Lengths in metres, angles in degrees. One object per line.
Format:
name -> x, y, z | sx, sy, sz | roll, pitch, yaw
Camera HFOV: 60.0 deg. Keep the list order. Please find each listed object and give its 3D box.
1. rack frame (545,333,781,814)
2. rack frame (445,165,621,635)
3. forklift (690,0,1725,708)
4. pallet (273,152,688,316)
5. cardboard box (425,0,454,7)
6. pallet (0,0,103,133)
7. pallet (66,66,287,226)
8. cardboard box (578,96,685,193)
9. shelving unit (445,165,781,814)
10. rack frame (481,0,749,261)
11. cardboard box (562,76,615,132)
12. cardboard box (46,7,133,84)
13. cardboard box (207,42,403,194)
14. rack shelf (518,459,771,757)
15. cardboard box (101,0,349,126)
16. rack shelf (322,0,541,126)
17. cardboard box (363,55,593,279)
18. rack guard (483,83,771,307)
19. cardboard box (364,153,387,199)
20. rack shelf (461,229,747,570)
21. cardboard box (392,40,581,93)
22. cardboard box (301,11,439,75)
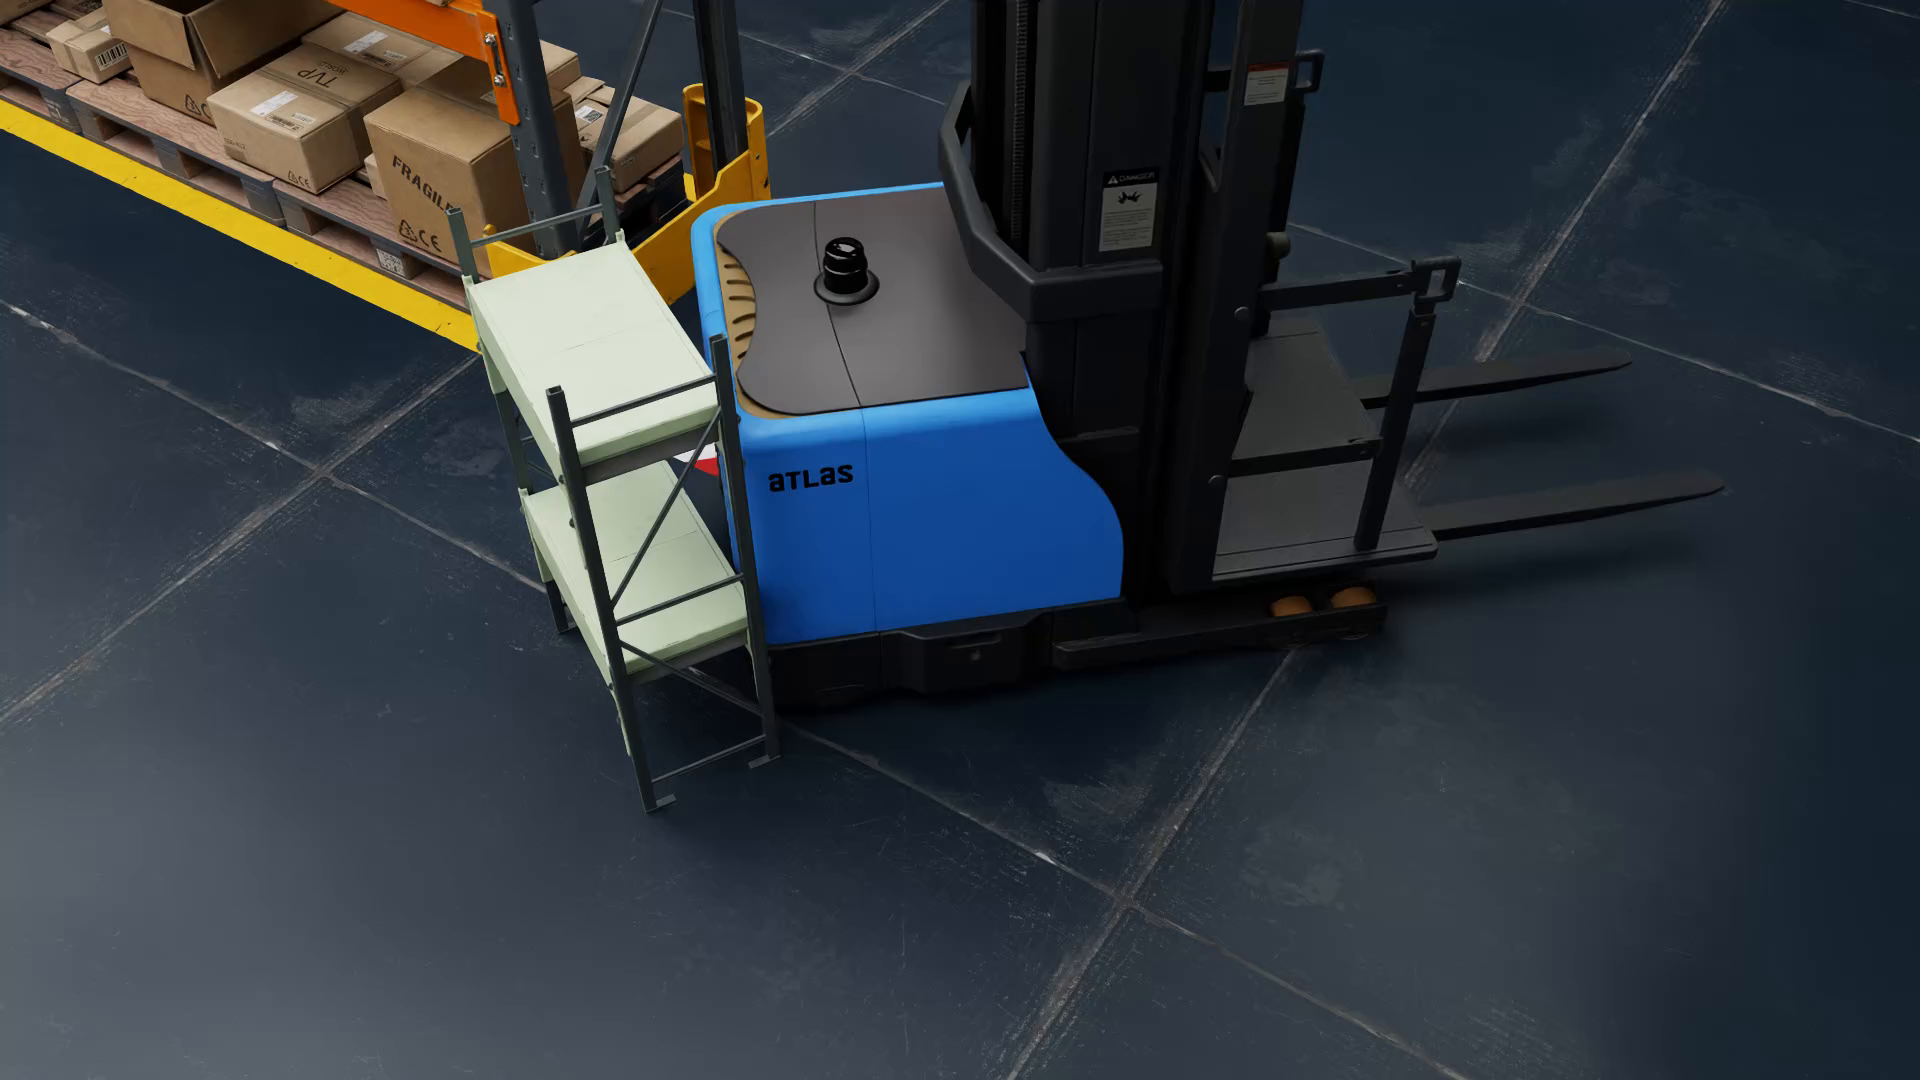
rack frame -> -0.683, 0.148, 4.060 | 0.400, 1.500, 0.023 | -21, 49, -19
rack frame -> -1.030, -0.314, 4.509 | 0.400, 1.500, 0.023 | -21, 49, -19
forklift -> 0.800, -1.065, 4.241 | 3.031, 2.935, 1.130 | -8, 46, -7
pallet -> -1.830, -1.337, 6.403 | 1.213, 0.211, 1.003 | 25, 51, 22
cardboard box -> -1.619, -2.016, 5.047 | 0.500, 0.500, 0.500 | 26, 51, 23
pallet -> -3.884, -2.282, 7.321 | 1.213, 0.211, 1.003 | 25, 51, 22
pallet -> -2.853, -1.810, 6.862 | 1.213, 0.211, 1.003 | 25, 51, 22
cardboard box -> -1.262, -1.501, 6.298 | 0.250, 0.149, 0.380 | 25, 51, 22
shelving unit -> -0.857, -0.083, 4.285 | 0.431, 1.500, 0.755 | -21, 49, -19
rack frame -> -1.095, -1.972, 5.074 | 0.127, 3.000, 1.000 | 25, 51, 22
cardboard box -> -1.472, -1.604, 6.386 | 0.250, 0.166, 0.380 | 25, 51, 22
cardboard box -> -3.492, -2.064, 6.833 | 0.250, 0.166, 0.380 | 25, 51, 22
cardboard box -> -2.469, -1.615, 6.338 | 0.500, 0.250, 0.500 | 25, 51, 22
rack shelf -> -0.857, 0.144, 4.519 | 0.431, 0.370, 0.720 | -21, 49, -19
cardboard box -> -2.878, -2.079, 6.613 | 0.637, 0.503, 0.797 | 25, 51, 22
rack shelf -> -2.778, -2.495, 6.085 | 4.000, 0.370, 1.077 | 25, 51, 22
cardboard box -> -1.685, -1.316, 5.873 | 0.500, 0.500, 0.500 | 25, 51, 22
rack guard -> -1.159, -1.130, 6.000 | 0.348, 0.500, 1.175 | 25, 51, 22
cardboard box -> -1.978, -1.411, 6.198 | 0.250, 0.166, 0.380 | 25, 51, 22
rack shelf -> -0.857, -0.355, 4.005 | 0.431, 0.370, 0.720 | -21, 49, -19
cardboard box -> -1.820, -1.742, 6.462 | 0.500, 0.250, 0.500 | 25, 51, 22
cardboard box -> -2.241, -1.936, 6.650 | 0.500, 0.250, 0.500 | 25, 51, 22
